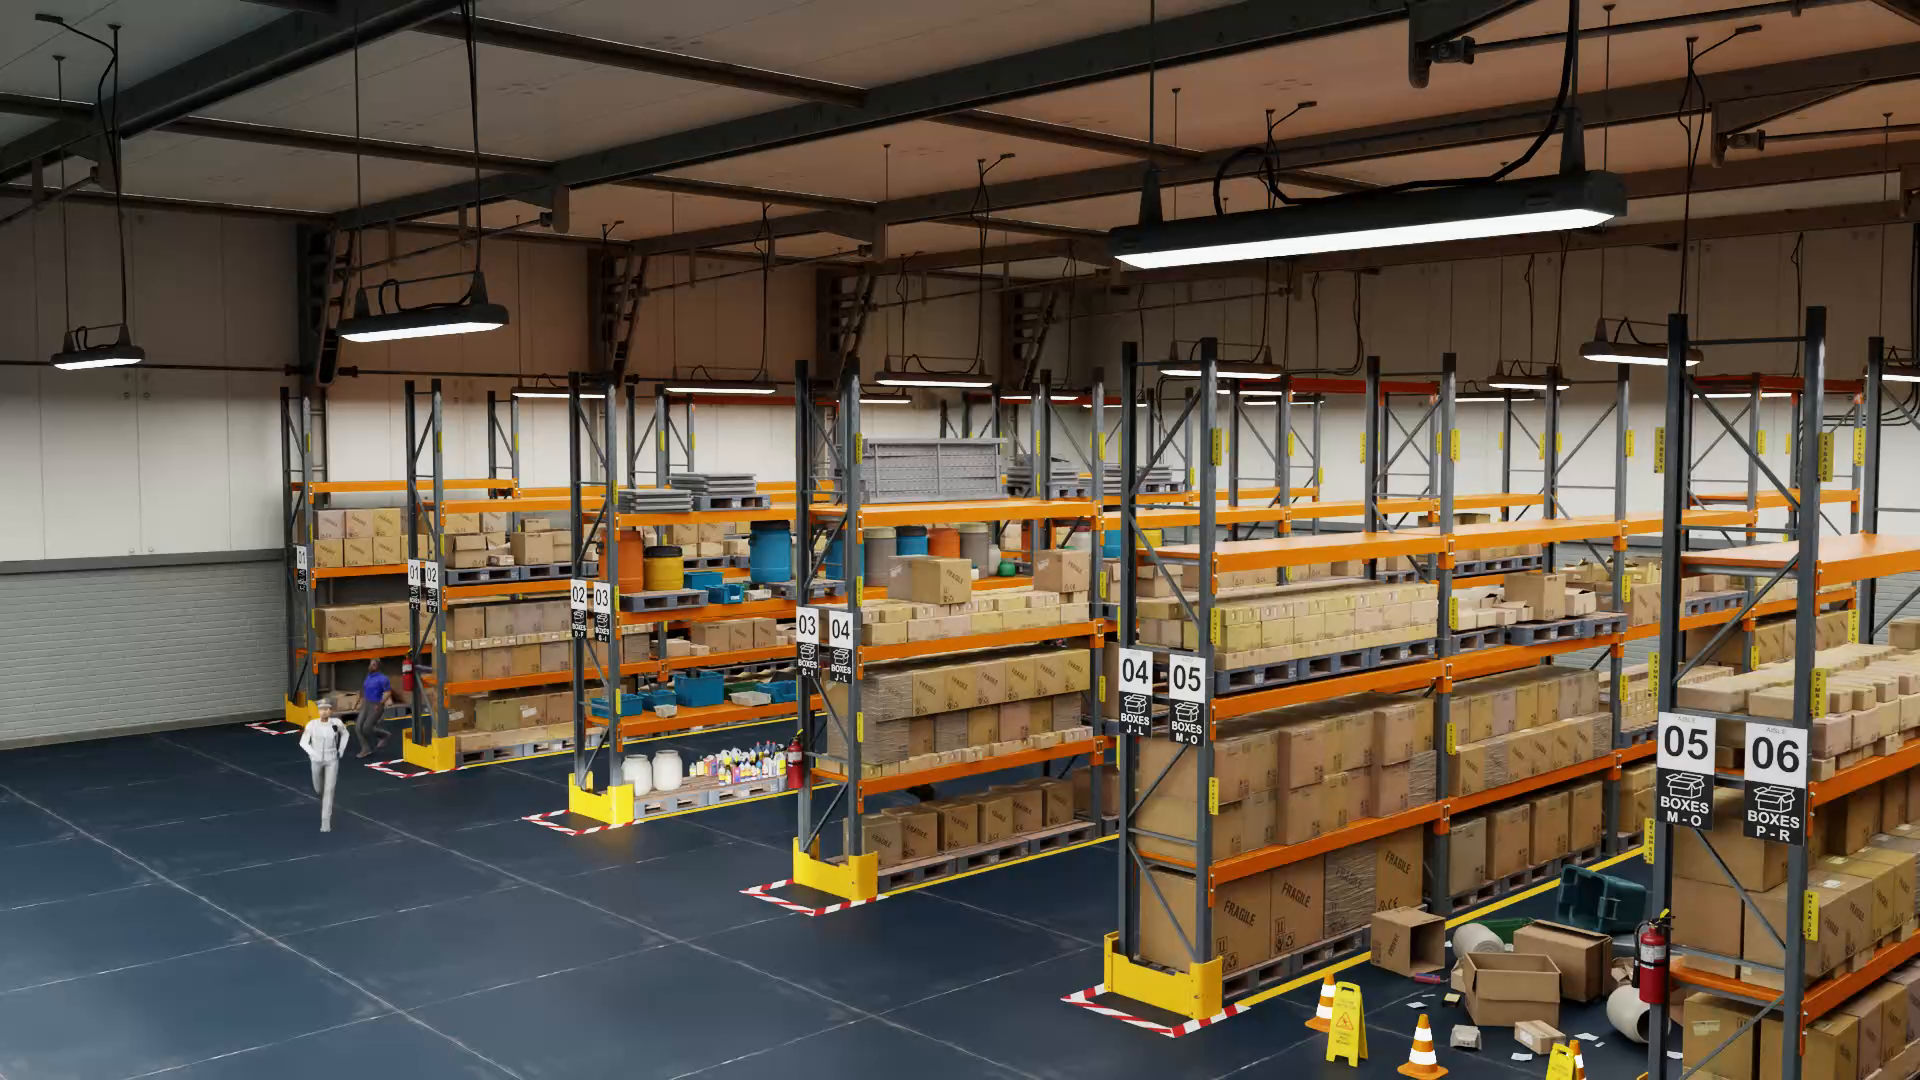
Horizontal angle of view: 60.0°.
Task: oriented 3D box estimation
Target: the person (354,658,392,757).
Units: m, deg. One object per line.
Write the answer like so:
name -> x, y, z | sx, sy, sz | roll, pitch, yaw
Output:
person -> -9.372, 2.684, 26.650 | 0.621, 1.613, 0.524 | 2, 4, 32

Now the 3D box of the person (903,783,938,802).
person -> -0.472, 2.898, 21.977 | 0.723, 1.734, 0.616 | 3, 5, 42

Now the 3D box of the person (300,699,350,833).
person -> -8.417, 2.932, 22.030 | 0.586, 1.700, 1.081 | -1, 4, -11
